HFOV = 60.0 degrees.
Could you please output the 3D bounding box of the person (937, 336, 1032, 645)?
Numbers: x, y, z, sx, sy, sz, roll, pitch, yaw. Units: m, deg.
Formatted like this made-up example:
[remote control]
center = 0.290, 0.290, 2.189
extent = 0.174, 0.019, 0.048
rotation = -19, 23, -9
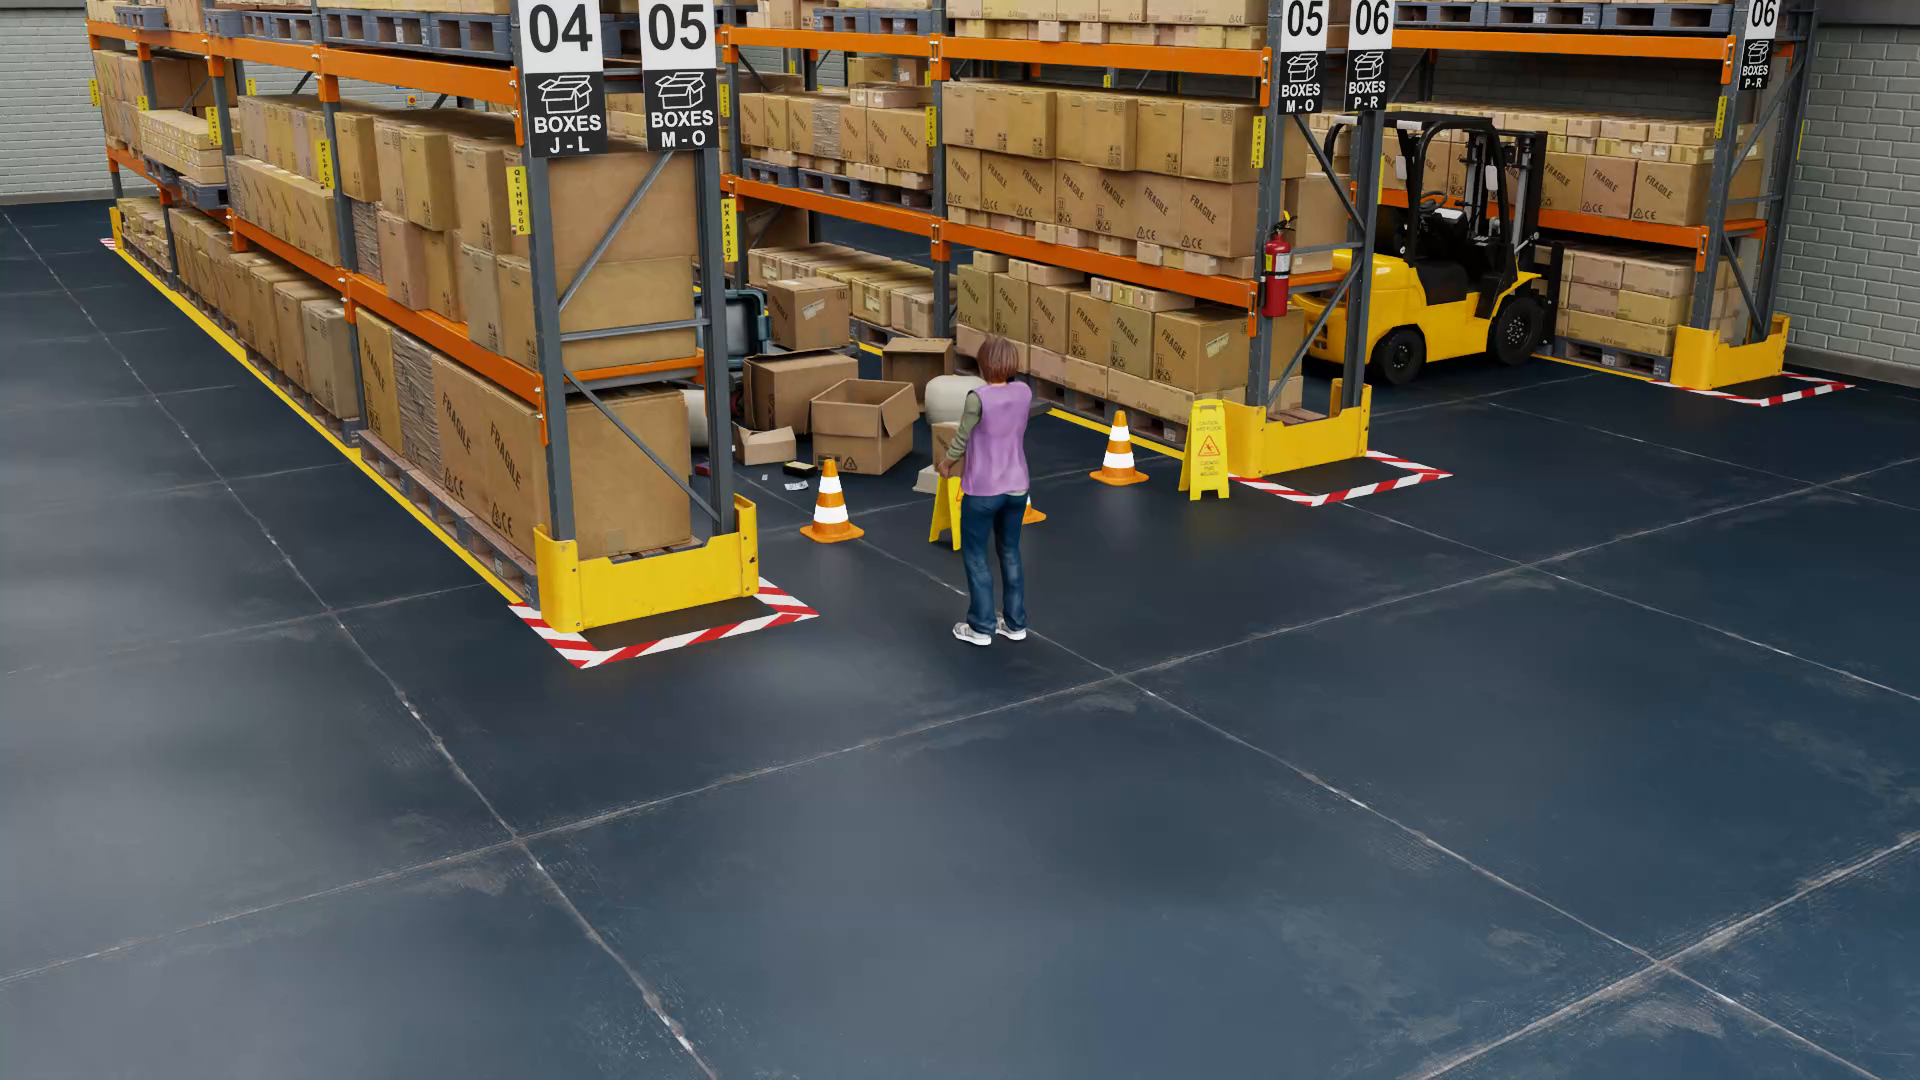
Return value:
[person]
center = 0.128, -0.214, 8.385
extent = 0.405, 1.496, 0.490
rotation = -11, 21, -31
